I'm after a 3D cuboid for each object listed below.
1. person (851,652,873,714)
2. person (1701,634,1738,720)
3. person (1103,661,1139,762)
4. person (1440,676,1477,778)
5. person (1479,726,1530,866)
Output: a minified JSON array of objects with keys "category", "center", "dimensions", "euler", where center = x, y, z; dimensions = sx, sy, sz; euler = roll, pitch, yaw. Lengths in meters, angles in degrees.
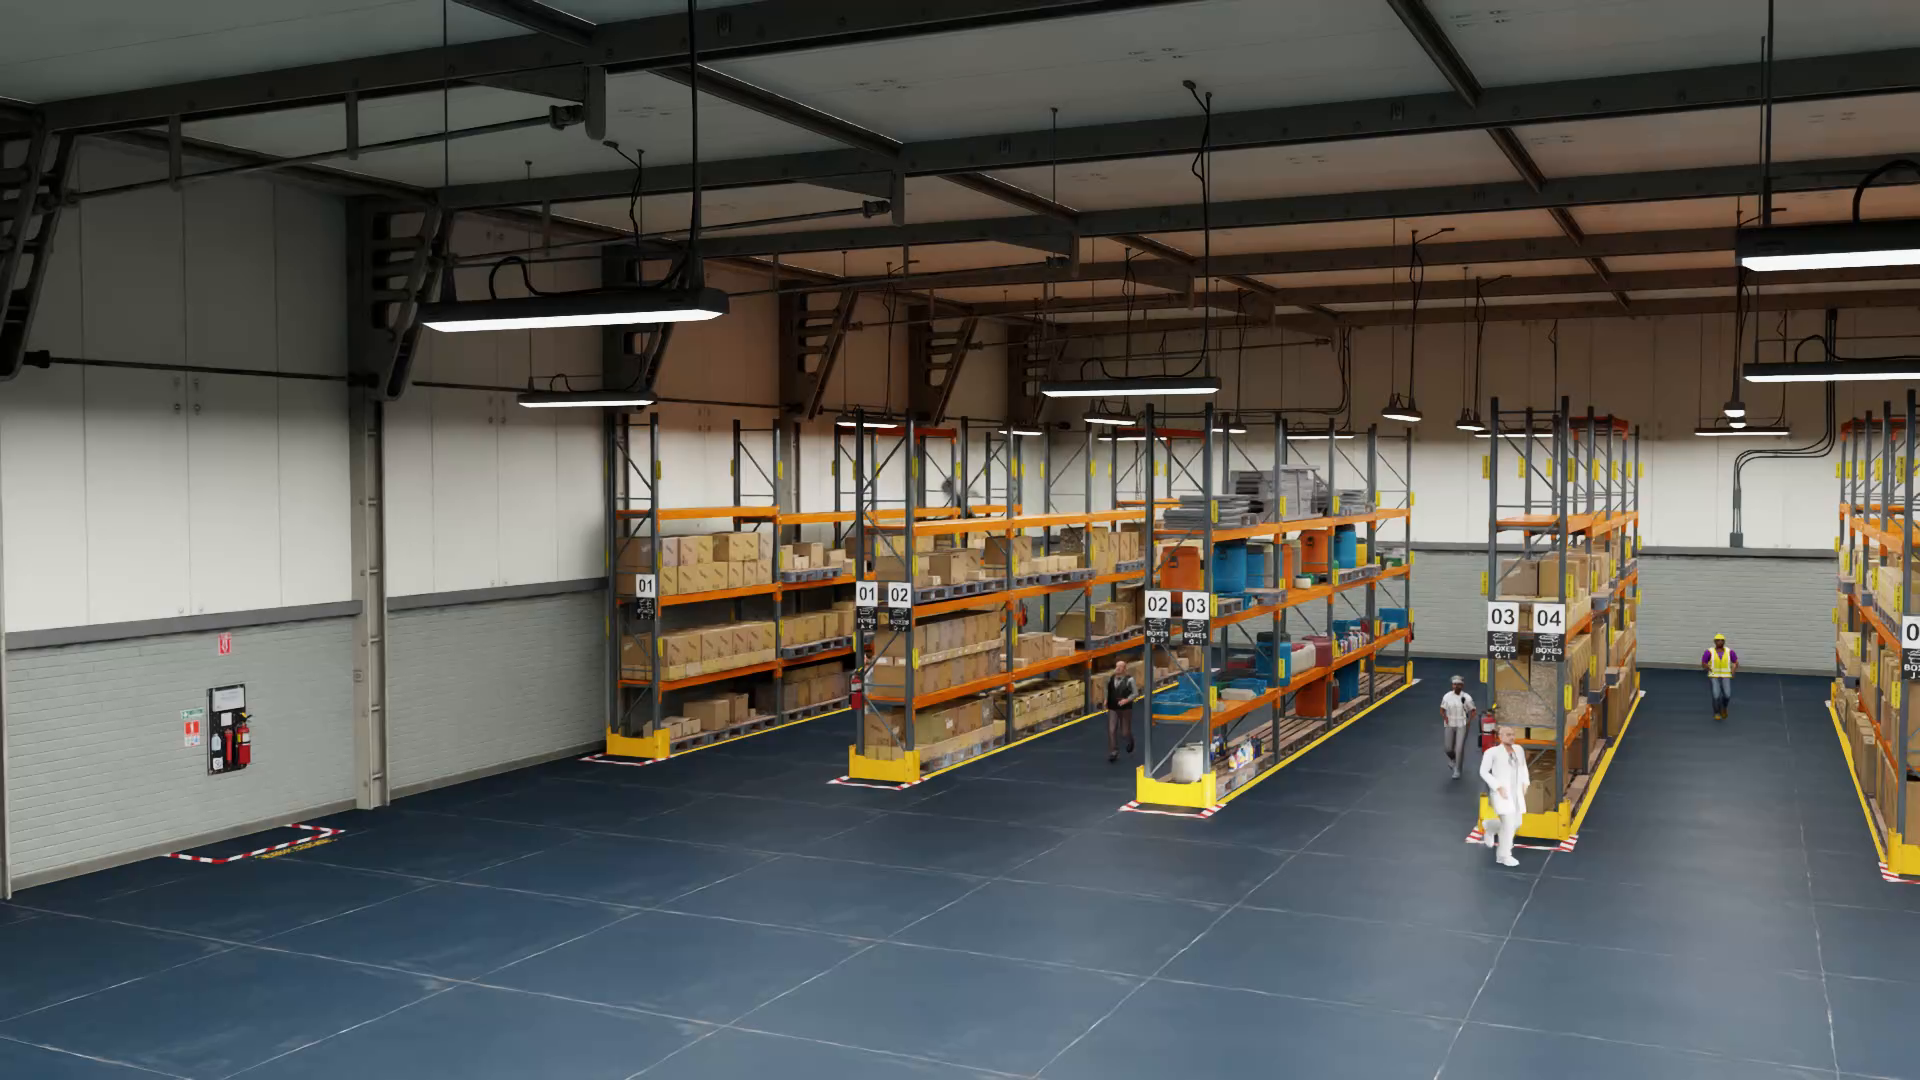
[{"category":"person","center":[-1.771,2.894,30.770],"dimensions":[0.558,1.631,0.555],"euler":[1,3,17]},{"category":"person","center":[15.134,2.737,33.098],"dimensions":[0.688,1.721,0.582],"euler":[1,3,19]},{"category":"person","center":[2.762,3.026,28.687],"dimensions":[0.684,1.513,0.908],"euler":[1,3,24]},{"category":"person","center":[8.125,3.031,27.141],"dimensions":[0.577,1.652,0.580],"euler":[1,3,23]},{"category":"person","center":[6.929,3.241,21.231],"dimensions":[0.723,1.754,0.721],"euler":[-1,3,-20]}]
